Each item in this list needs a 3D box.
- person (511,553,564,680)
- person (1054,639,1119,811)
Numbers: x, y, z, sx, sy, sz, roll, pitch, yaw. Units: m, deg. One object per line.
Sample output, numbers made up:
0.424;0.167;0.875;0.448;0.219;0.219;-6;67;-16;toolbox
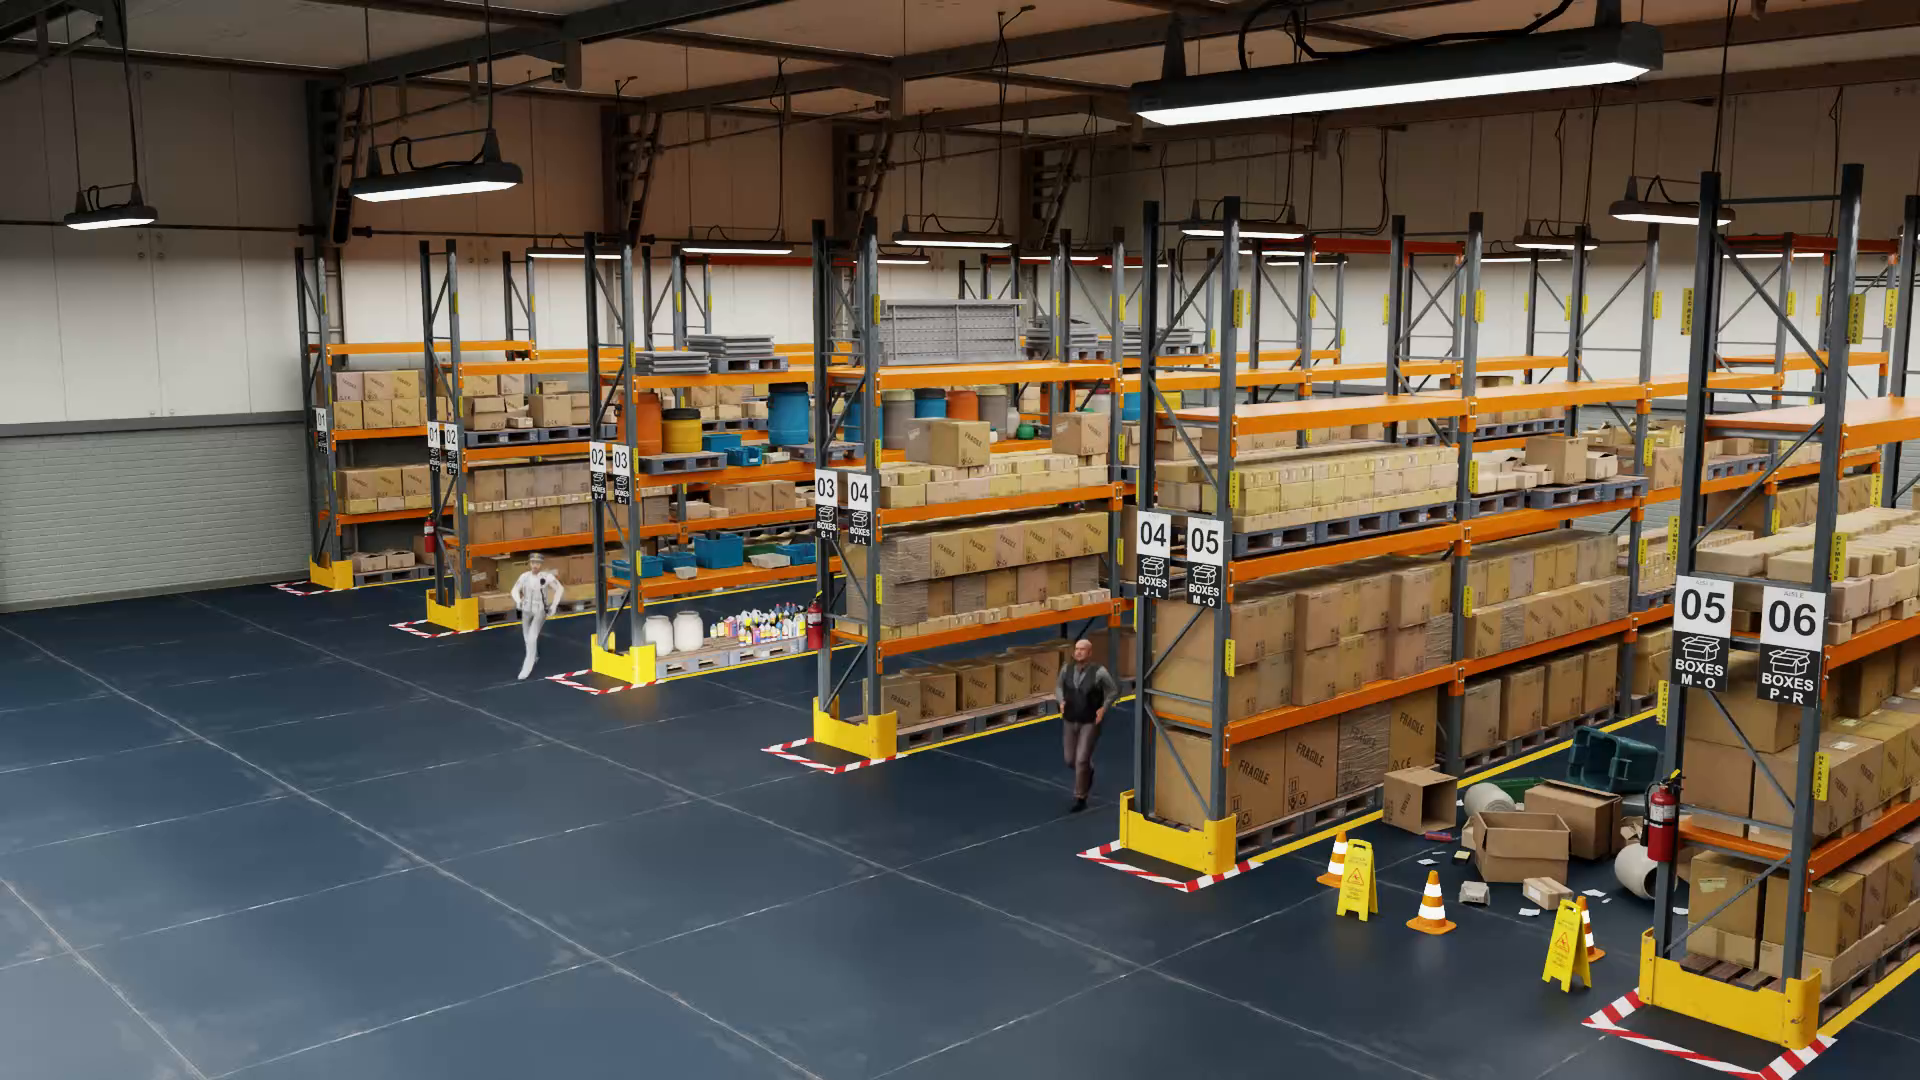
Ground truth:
-5.813;1.011;22.798;0.665;1.714;0.764;1;9;10;person
1.260;1.852;16.970;0.684;1.699;0.733;5;10;28;person
